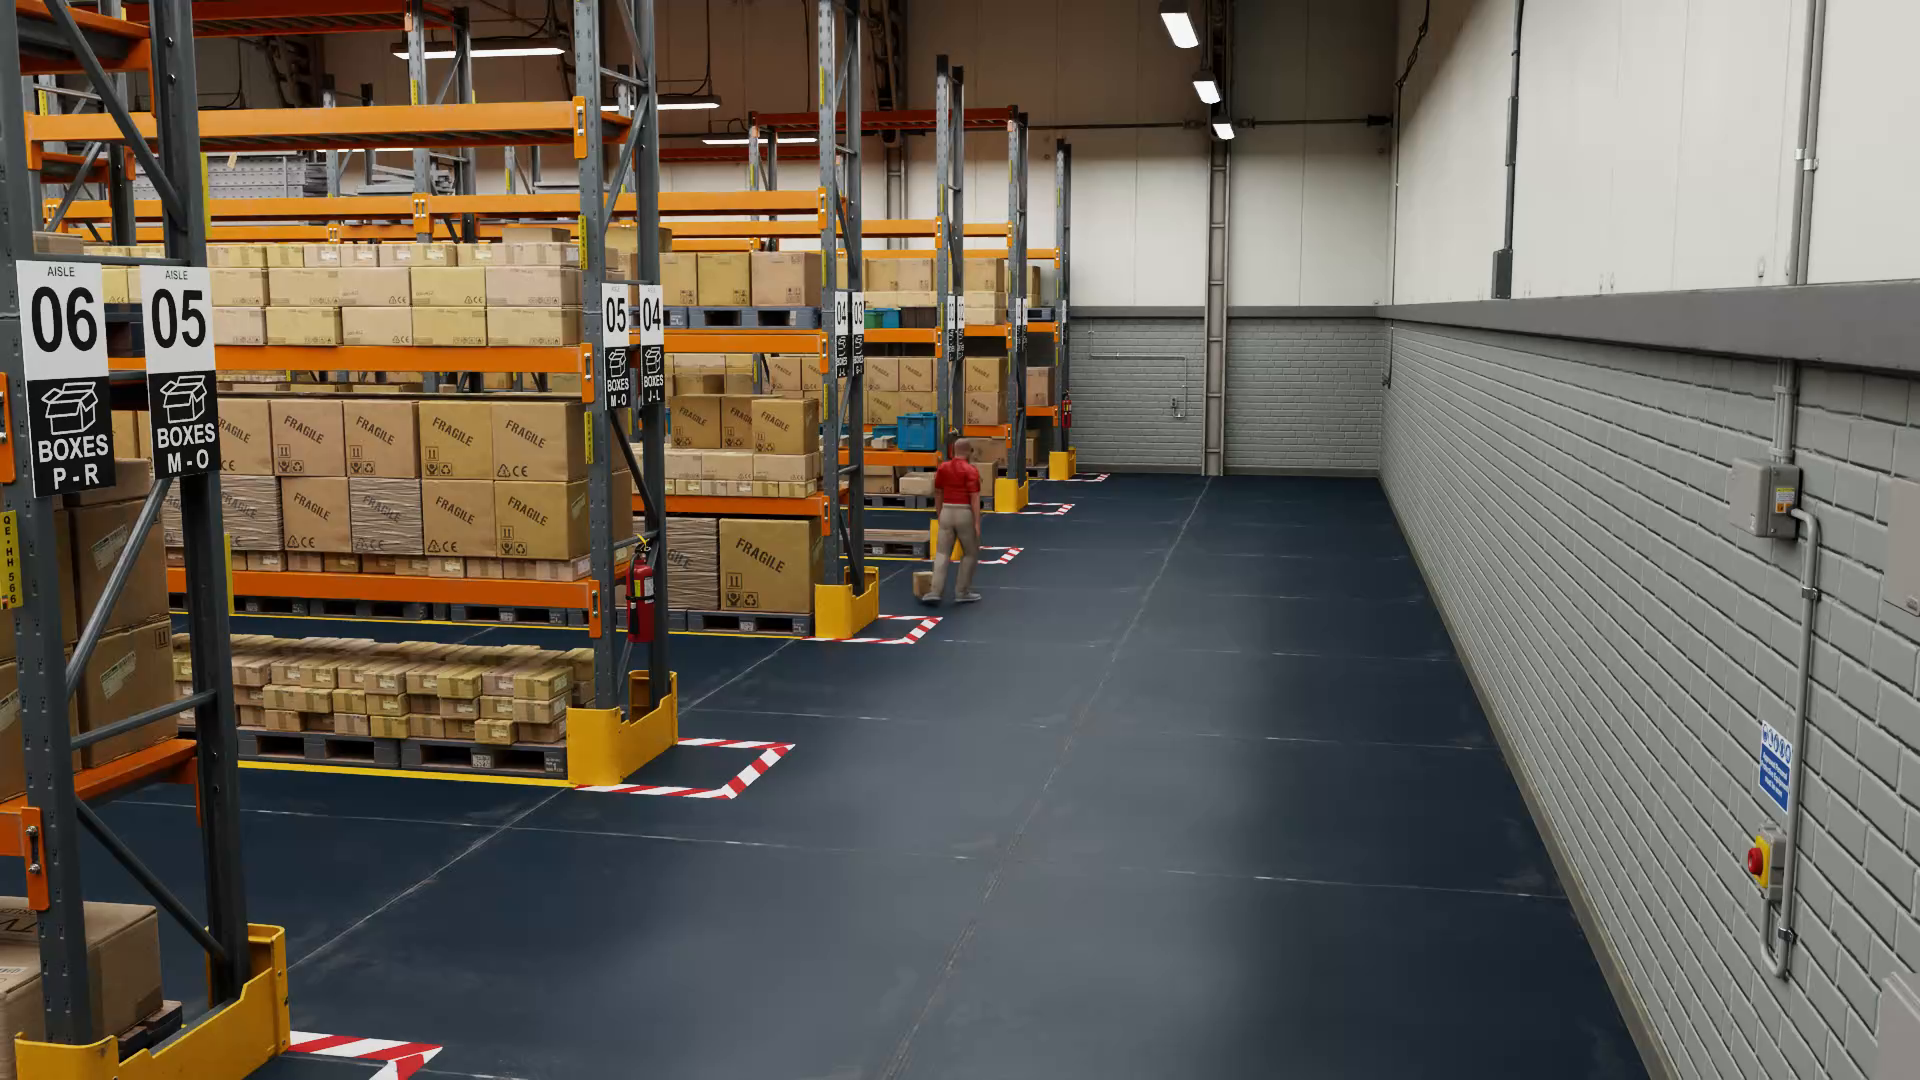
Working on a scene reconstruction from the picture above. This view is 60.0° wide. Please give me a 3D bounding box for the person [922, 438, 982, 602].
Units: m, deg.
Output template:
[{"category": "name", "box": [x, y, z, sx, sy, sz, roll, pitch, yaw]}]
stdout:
[{"category": "person", "box": [-0.052, -0.193, 17.225, 0.602, 1.716, 0.637, 5, 9, 31]}]
